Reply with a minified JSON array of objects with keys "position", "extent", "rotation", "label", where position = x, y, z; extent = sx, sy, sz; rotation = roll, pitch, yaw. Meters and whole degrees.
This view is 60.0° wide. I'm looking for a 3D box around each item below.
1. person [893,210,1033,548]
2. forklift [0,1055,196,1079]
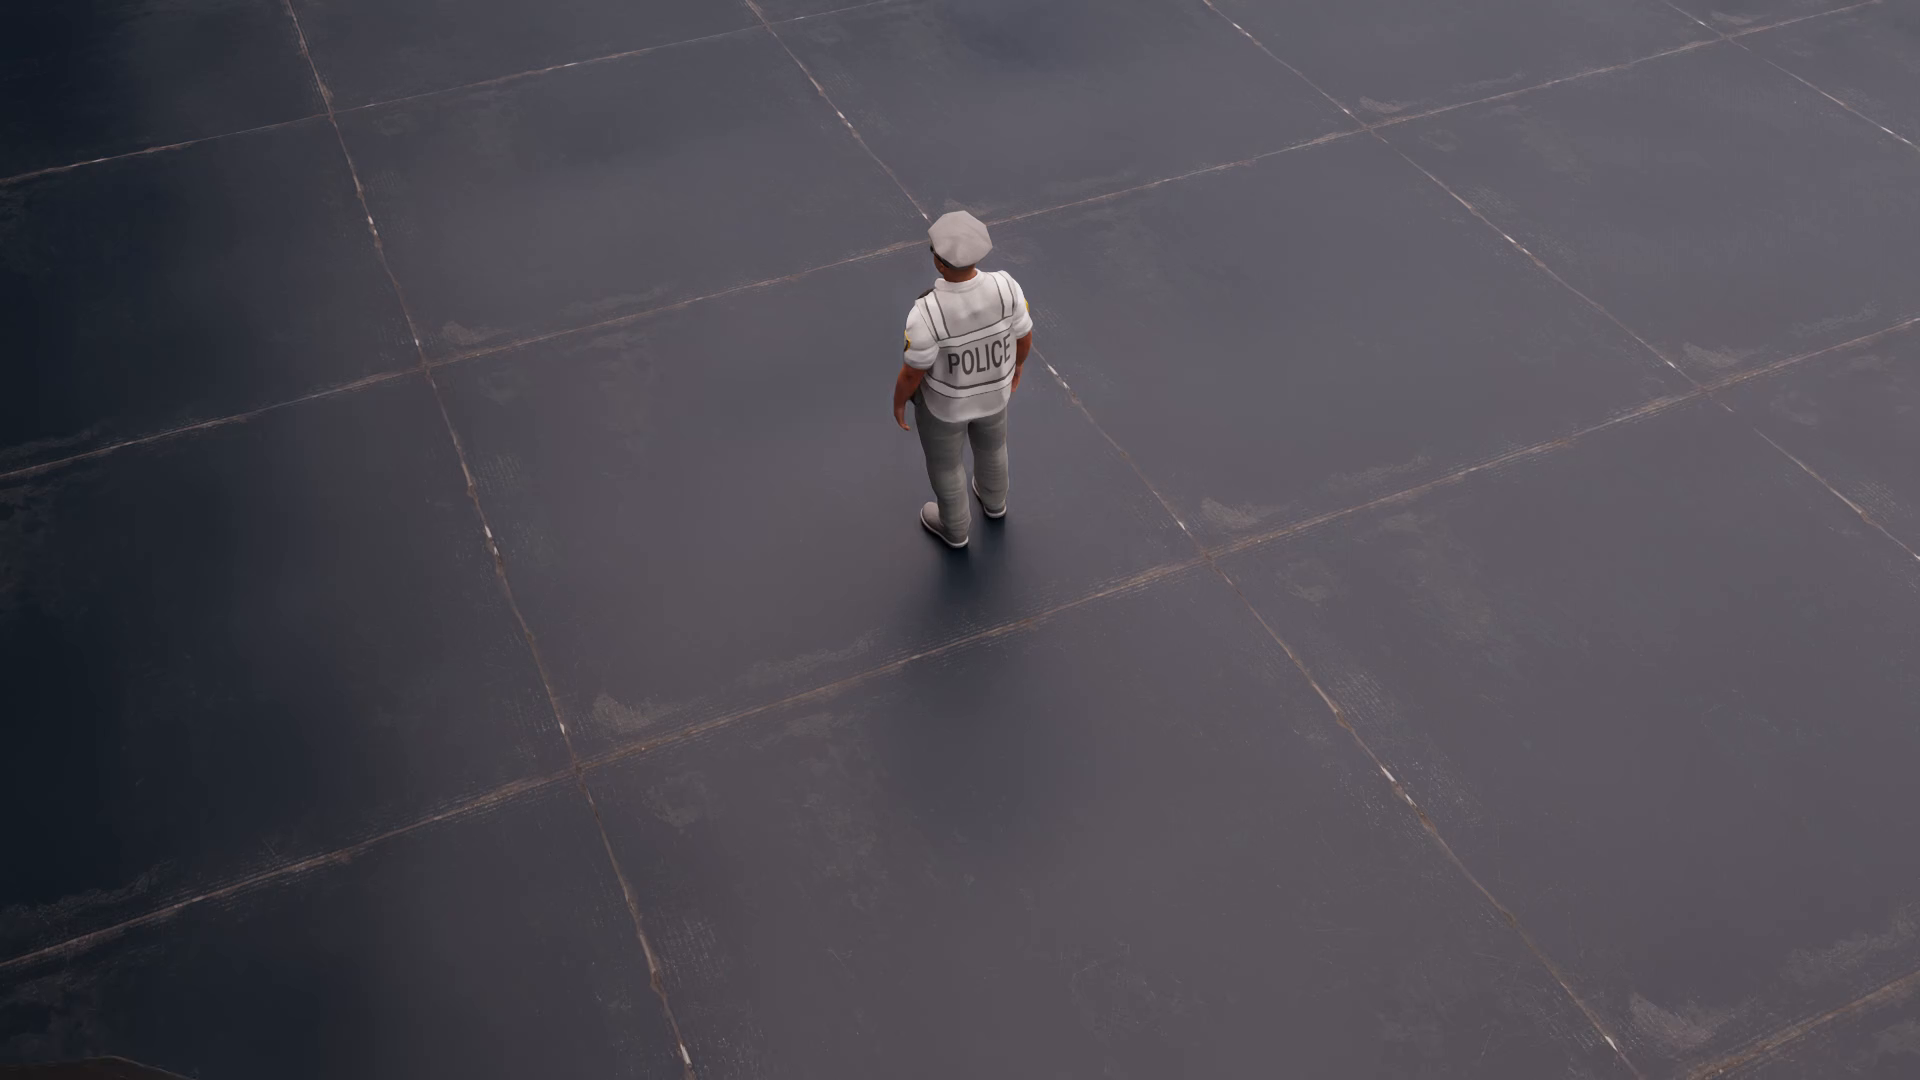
[{"position":[-0.021,-0.707,7.272],"extent":[0.640,1.778,0.575],"rotation":[-18,46,-18],"label":"person"},{"position":[-1.442,2.421,3.085],"extent":[1.130,2.935,3.031],"rotation":[11,44,12],"label":"forklift"}]
